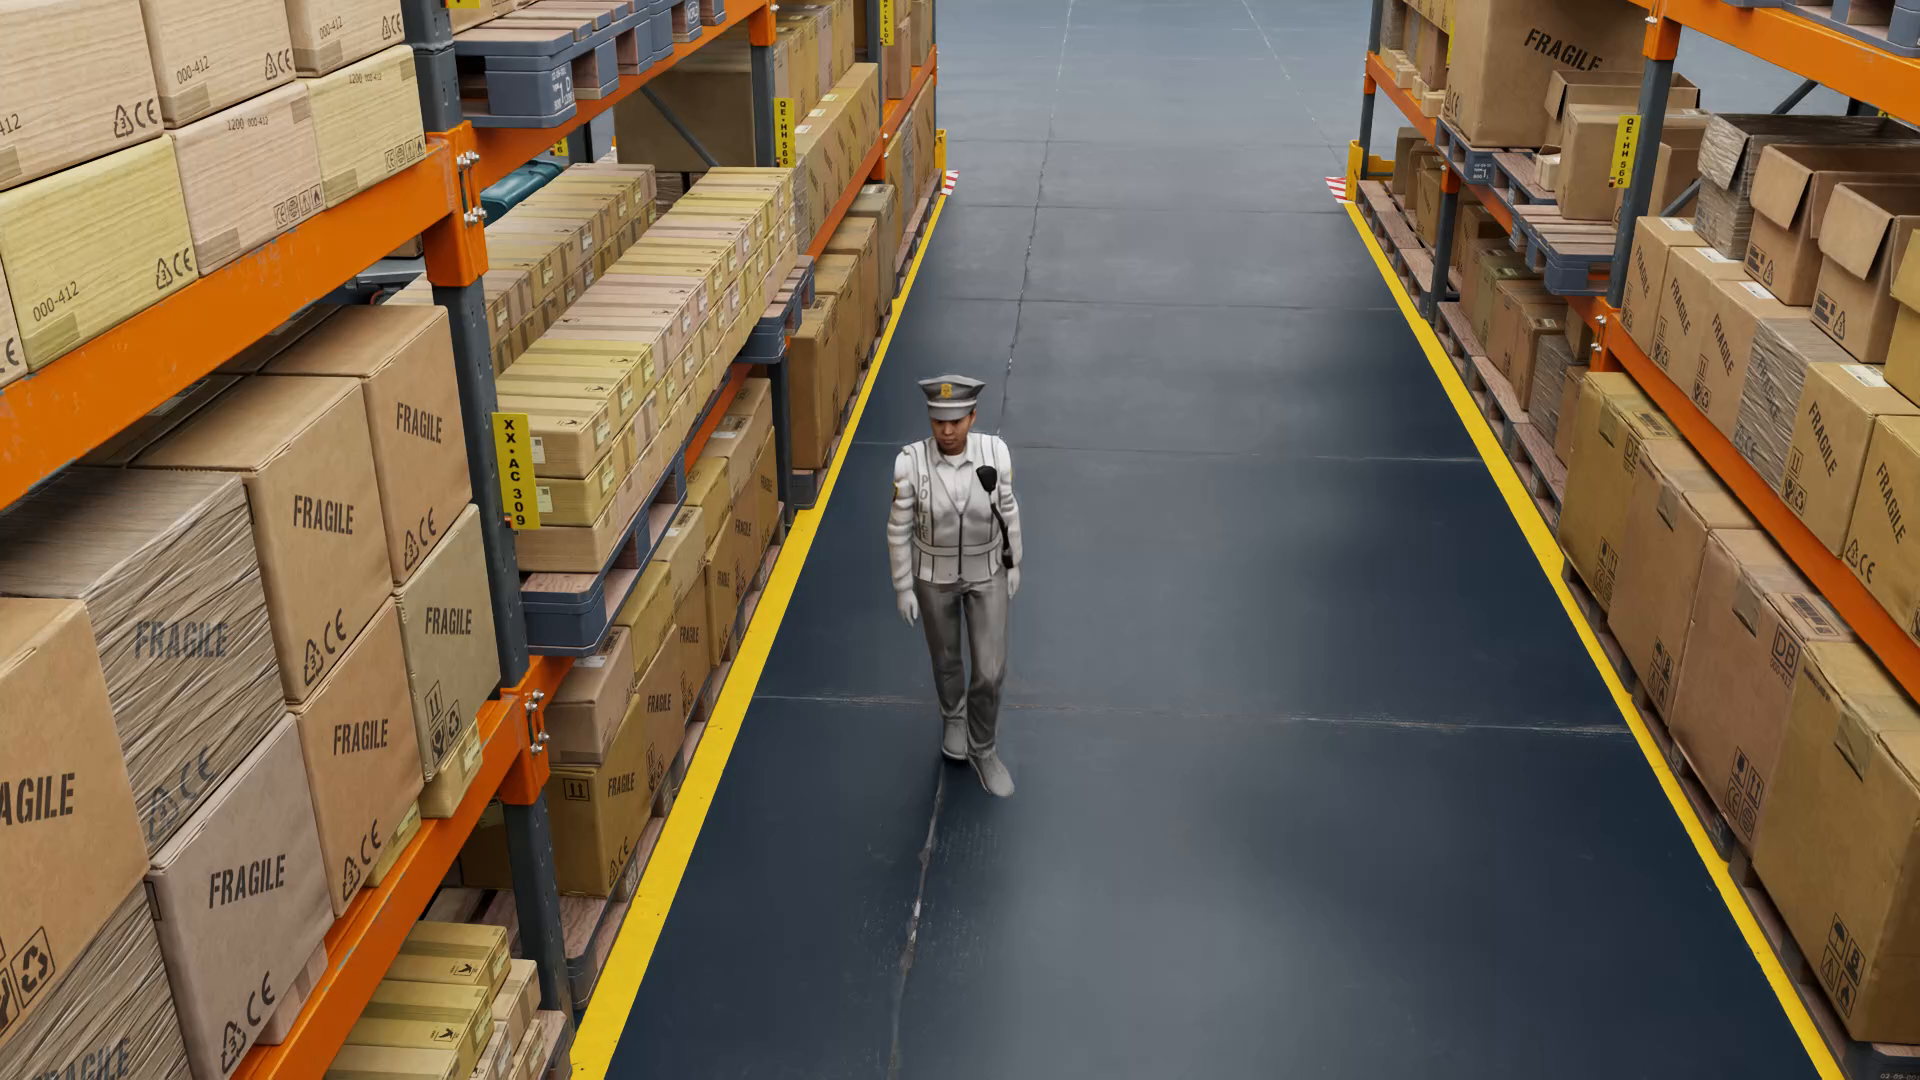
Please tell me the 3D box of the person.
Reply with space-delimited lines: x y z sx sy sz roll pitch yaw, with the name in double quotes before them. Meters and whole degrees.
"person" -0.017 0.145 6.300 0.512 1.718 0.498 0 25 -1
